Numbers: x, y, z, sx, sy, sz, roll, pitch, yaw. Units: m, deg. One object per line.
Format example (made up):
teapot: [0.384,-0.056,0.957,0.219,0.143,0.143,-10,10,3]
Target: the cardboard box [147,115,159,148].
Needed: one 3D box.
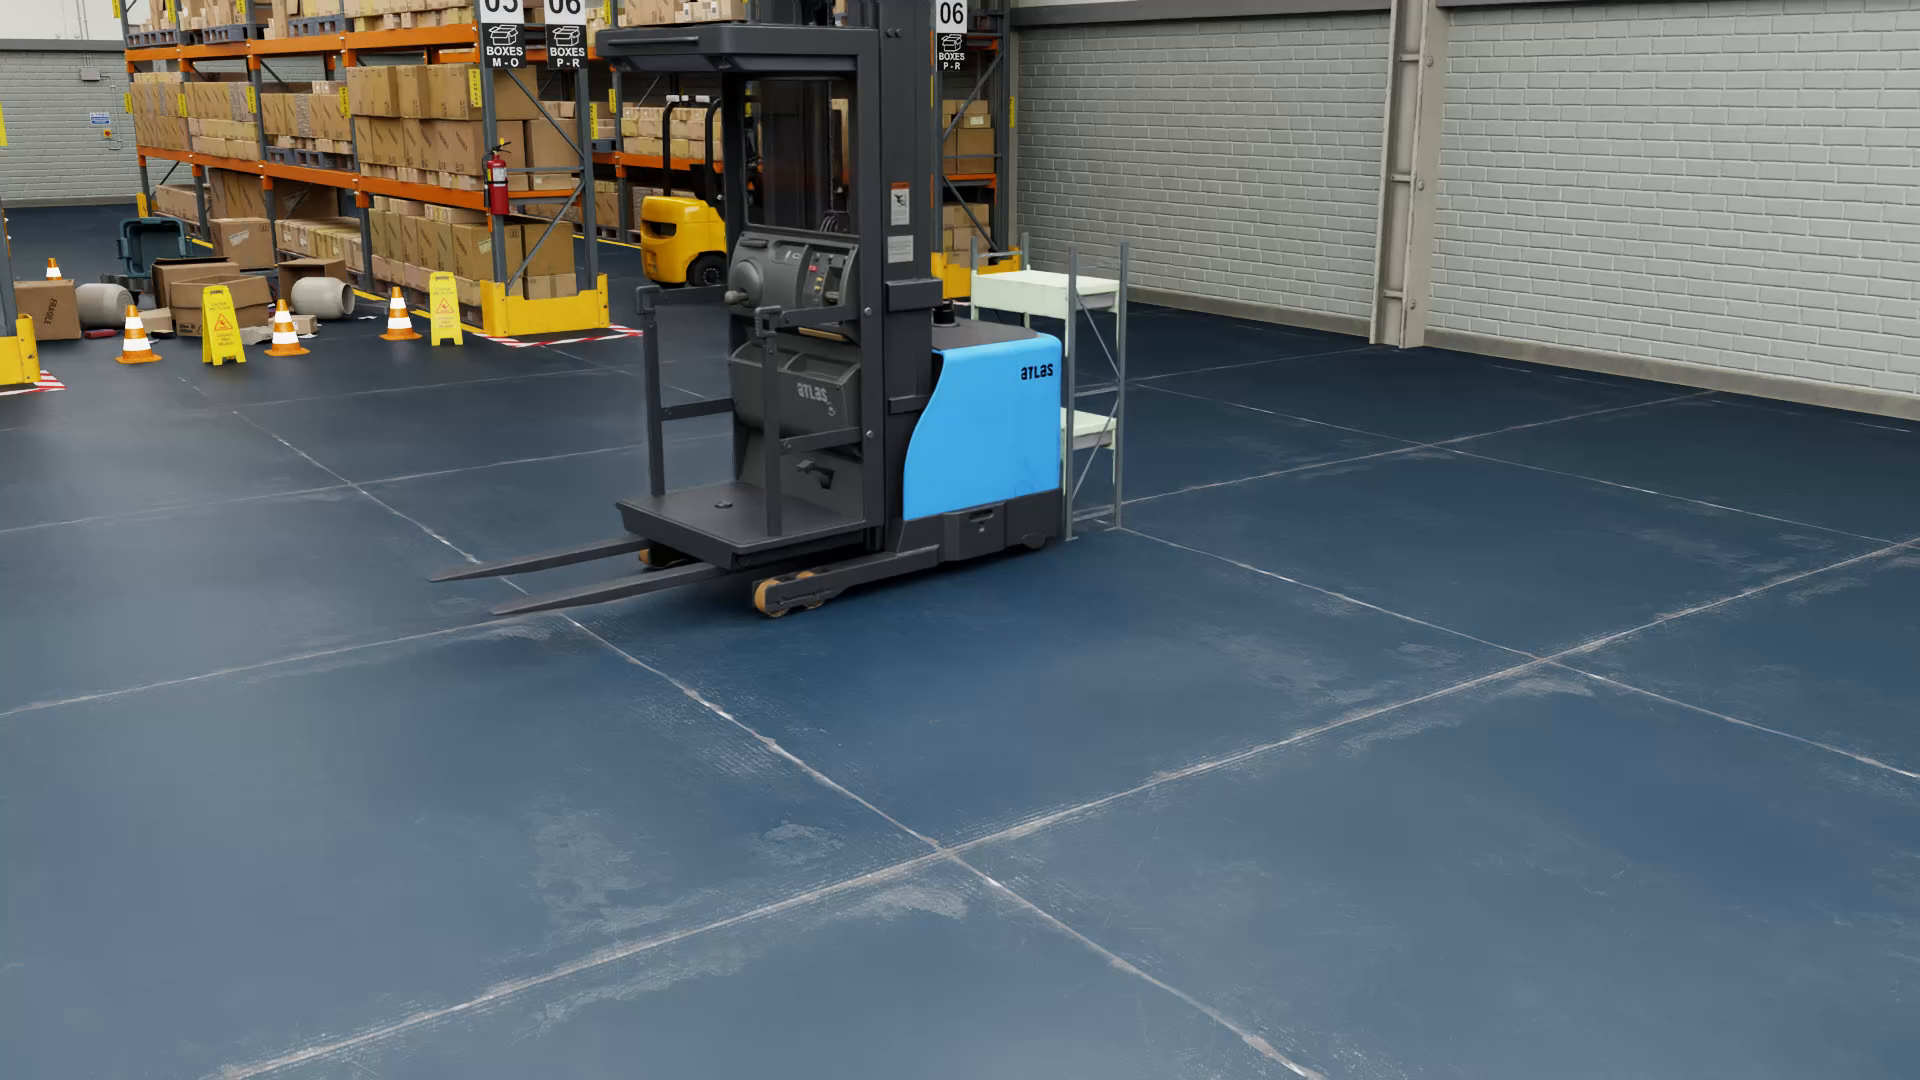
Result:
cardboard box: [-12.656,-6.544,26.615,0.500,0.500,0.500,-11,19,-35]

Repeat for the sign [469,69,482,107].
sign: [-4.363,-4.070,14.974,0.100,0.325,0.005,-11,19,-35]

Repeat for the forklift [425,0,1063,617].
forklift: [-0.931,-1.229,7.514,3.031,2.935,1.130,-13,20,-39]

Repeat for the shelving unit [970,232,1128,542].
shelving unit: [0.452,-0.824,8.746,0.431,1.500,0.755,-13,20,-39]

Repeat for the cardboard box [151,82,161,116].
cardboard box: [-12.346,-6.917,26.085,0.500,0.500,0.500,-11,19,-34]

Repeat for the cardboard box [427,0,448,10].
cardboard box: [-4.705,-5.137,15.700,0.500,0.250,0.500,-11,19,-35]

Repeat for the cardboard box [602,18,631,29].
cardboard box: [-4.997,-7.526,24.239,0.380,0.149,0.250,-10,18,-33]

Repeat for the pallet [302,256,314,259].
pallet: [-7.435,-3.377,20.516,1.003,0.211,1.213,-11,19,-35]

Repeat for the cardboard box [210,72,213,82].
cardboard box: [-11.282,-7.055,25.359,0.380,0.149,0.250,-11,19,-35]

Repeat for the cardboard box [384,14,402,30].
cardboard box: [-5.583,-5.228,16.788,0.380,0.149,0.250,-11,19,-36]

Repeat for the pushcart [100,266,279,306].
pushcart: [-8.069,-2.666,17.603,0.936,0.377,1.648,10,18,33]

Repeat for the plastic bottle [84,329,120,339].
plastic bottle: [-7.989,-1.925,15.493,0.133,0.061,0.283,10,18,33]

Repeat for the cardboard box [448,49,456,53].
cardboard box: [-8.763,-8.617,29.173,0.380,0.149,0.250,-11,19,-35]

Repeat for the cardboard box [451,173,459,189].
cardboard box: [-4.668,-3.462,16.018,0.380,0.149,0.250,-11,19,-35]

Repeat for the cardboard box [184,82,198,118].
cardboard box: [-10.932,-6.396,24.179,0.500,0.500,0.500,-11,19,-34]

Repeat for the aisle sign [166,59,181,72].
aisle sign: [-13.102,-8.175,27.840,0.394,0.787,0.004,-11,19,-35]

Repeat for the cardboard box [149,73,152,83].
cardboard box: [-12.575,-7.303,26.266,0.380,0.149,0.250,-11,19,-34]

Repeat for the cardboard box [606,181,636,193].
cardboard box: [-5.089,-5.297,24.958,0.380,0.149,0.250,-12,19,-37]

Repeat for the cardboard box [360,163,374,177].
cardboard box: [-6.329,-4.057,18.194,0.380,0.149,0.250,-11,19,-35]

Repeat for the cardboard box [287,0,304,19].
cardboard box: [-7.687,-6.325,20.126,0.797,0.503,0.637,-11,19,-35]

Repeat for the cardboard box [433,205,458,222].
cardboard box: [-5.000,-3.245,16.514,0.380,0.149,0.250,-10,18,-34]

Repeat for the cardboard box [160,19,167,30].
cardboard box: [-11.748,-7.723,24.922,0.380,0.149,0.250,-10,18,-33]

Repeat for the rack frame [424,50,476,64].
rack frame: [-9.297,-7.629,30.769,1.000,3.000,0.127,-11,19,-35]

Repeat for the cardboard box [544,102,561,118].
cardboard box: [-6.076,-6.610,26.059,0.700,0.500,0.500,-11,19,-35]

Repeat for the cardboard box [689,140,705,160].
cardboard box: [-3.317,-5.279,22.465,0.500,0.250,0.500,-11,19,-34]

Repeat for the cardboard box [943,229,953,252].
cardboard box: [-0.429,-3.386,18.730,0.500,0.250,0.500,-11,19,-35]

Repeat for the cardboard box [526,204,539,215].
cardboard box: [-6.843,-5.634,27.418,0.500,0.500,0.500,-10,18,-32]

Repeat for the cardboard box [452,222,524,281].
cardboard box: [-4.585,-2.810,16.154,0.500,0.500,0.500,-11,19,-34]

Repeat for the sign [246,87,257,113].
sign: [-9.053,-5.621,21.239,0.100,0.325,0.005,-11,19,-35]

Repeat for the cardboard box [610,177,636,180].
cardboard box: [-5.271,-5.613,26.112,0.380,0.149,0.250,-11,19,-36]

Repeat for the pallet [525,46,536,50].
pallet: [-6.619,-7.981,26.728,1.213,0.211,1.003,-11,19,-35]

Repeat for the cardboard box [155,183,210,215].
cardboard box: [-12.841,-5.699,27.776,0.875,0.438,0.875,-12,19,-36]

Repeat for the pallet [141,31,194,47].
pallet: [-12.144,-7.845,26.041,1.003,0.211,1.213,-11,19,-35]

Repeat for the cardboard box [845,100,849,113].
cardboard box: [-1.102,-5.018,19.247,0.380,0.149,0.250,-10,18,-33]

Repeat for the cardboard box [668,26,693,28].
cardboard box: [-3.960,-7.431,23.663,0.500,0.250,0.500,-11,19,-35]

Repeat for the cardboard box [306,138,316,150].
cardboard box: [-7.655,-4.780,20.040,0.380,0.149,0.250,-10,18,-33]

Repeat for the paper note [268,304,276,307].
paper note: [-7.323,-2.486,17.600,0.148,0.019,0.142,-11,19,-35]

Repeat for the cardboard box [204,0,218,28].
cardboard box: [-9.877,-7.179,22.455,0.500,0.500,0.500,-11,19,-34]

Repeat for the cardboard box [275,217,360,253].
cardboard box: [-8.282,-3.963,21.554,0.950,0.372,0.625,-12,20,-38]

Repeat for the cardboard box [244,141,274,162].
cardboard box: [-9.114,-5.145,21.977,0.500,0.250,0.500,-12,19,-36]

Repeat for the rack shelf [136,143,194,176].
rack shelf: [-12.134,-6.084,26.486,1.077,0.370,4.000,-11,19,-35]

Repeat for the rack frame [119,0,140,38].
rack frame: [-13.310,-9.752,27.159,1.000,3.000,0.127,-11,19,-35]

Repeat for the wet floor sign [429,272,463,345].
wet floor sign: [-4.656,-2.099,15.024,0.267,0.644,0.232,-4,16,-15]

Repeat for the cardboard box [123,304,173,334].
cardboard box: [-7.699,-2.106,15.767,0.396,0.266,0.258,-7,17,-25]

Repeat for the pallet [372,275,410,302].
pallet: [-5.831,-2.813,18.453,1.003,0.211,1.213,-11,19,-35]

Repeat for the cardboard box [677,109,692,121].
cardboard box: [-3.616,-5.779,22.591,0.380,0.149,0.250,-11,19,-36]

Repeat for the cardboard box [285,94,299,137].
cardboard box: [-7.899,-5.189,20.306,0.500,0.500,0.500,-10,18,-34]

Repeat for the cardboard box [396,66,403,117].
cardboard box: [-5.235,-4.521,16.765,0.700,0.500,0.500,-11,19,-35]

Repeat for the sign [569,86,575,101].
sign: [-6.499,-7.420,27.813,0.100,0.325,0.005,-11,19,-35]

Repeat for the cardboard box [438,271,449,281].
cardboard box: [-4.894,-2.560,16.662,0.500,0.250,0.500,-11,19,-34]

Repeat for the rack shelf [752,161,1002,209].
rack shelf: [-1.066,-4.293,19.941,1.077,0.370,4.000,-11,19,-35]

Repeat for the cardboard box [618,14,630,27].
cardboard box: [-4.634,-7.384,23.649,0.380,0.166,0.250,-11,19,-35]

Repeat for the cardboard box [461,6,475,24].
cardboard box: [-4.339,-4.800,15.225,0.380,0.149,0.250,-11,19,-34]

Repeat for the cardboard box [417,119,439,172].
cardboard box: [-5.027,-3.921,16.468,0.500,0.500,0.500,-11,19,-35]
